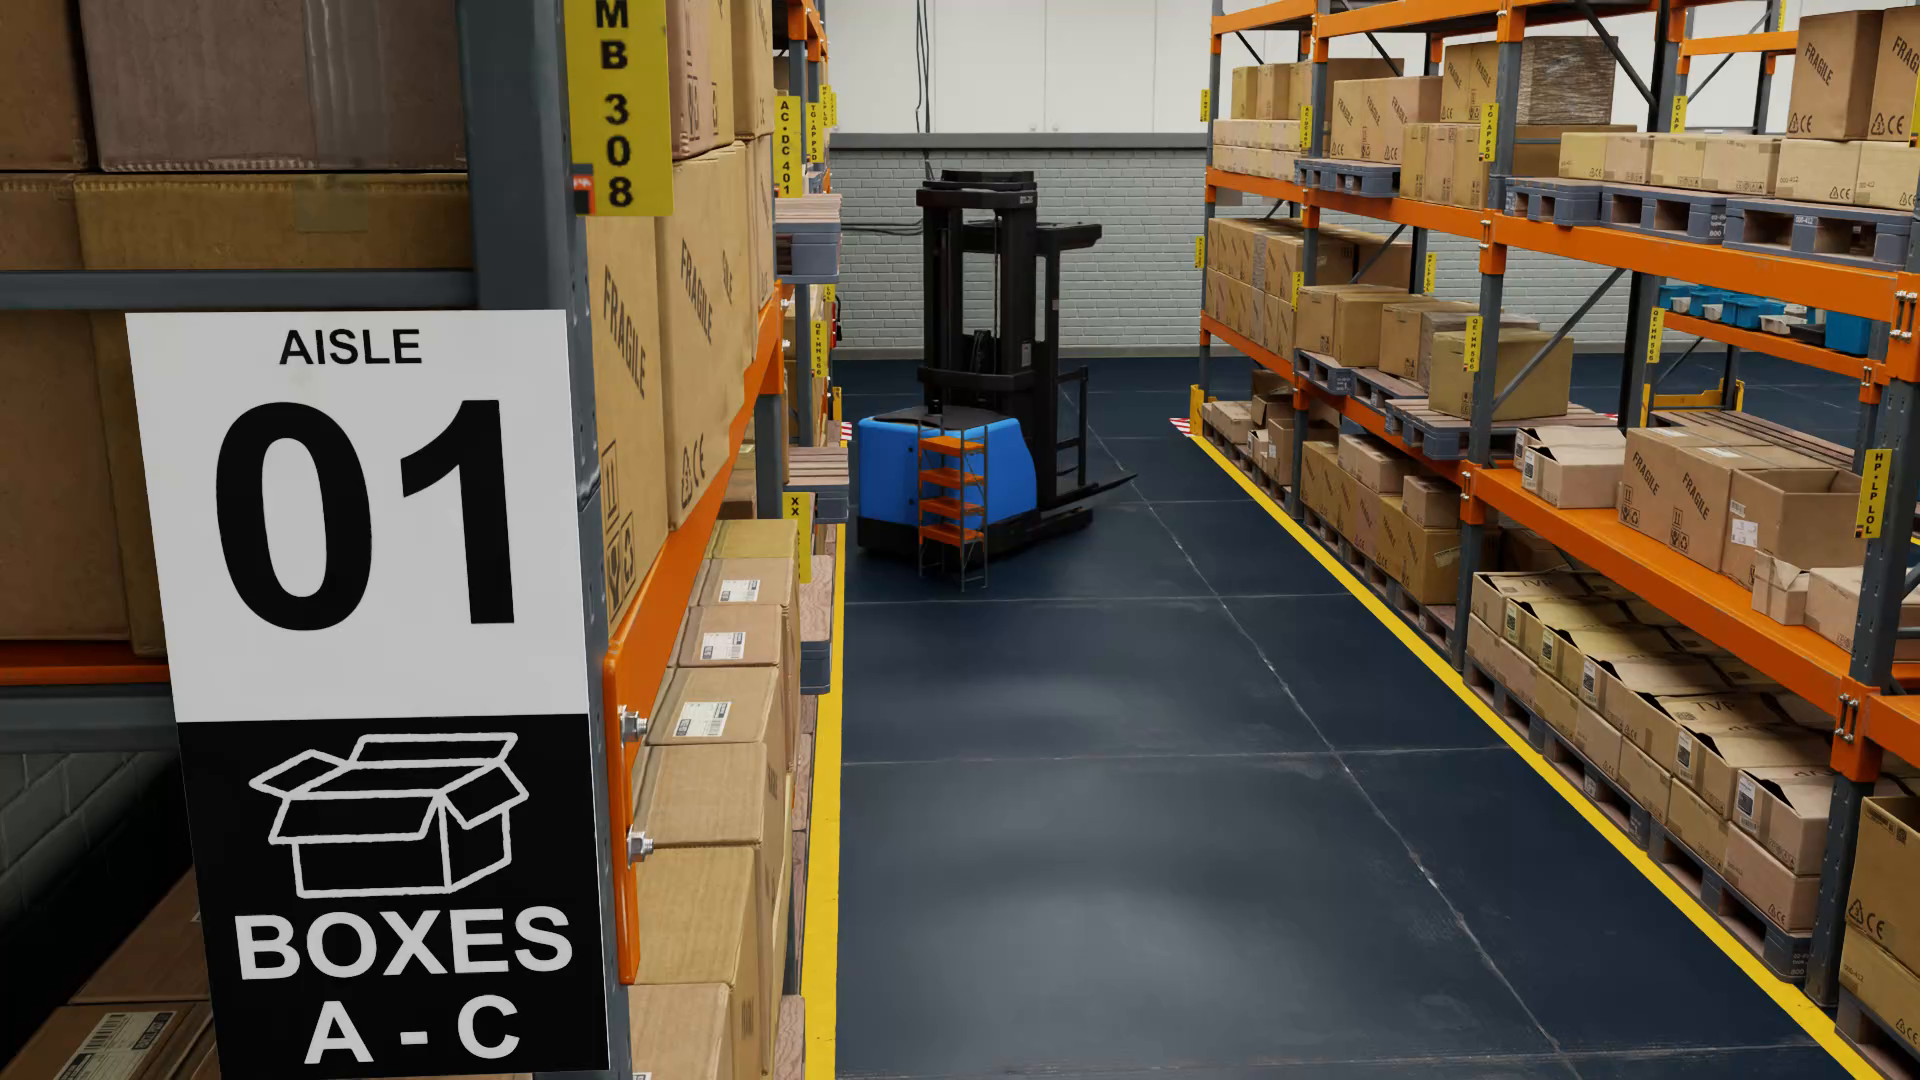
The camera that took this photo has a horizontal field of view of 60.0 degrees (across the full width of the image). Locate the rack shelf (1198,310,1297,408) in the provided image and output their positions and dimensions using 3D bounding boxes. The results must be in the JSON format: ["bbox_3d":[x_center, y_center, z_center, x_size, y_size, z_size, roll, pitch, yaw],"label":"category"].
[{"bbox_3d":[3.212,-1.793,15.918,1.077,0.370,4.000,-1,14,-3],"label":"rack shelf"}]

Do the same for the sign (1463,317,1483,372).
[{"bbox_3d":[3.043,-1.161,9.853,0.100,0.325,0.005,-1,14,-3],"label":"sign"}]

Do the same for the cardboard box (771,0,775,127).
[{"bbox_3d":[-0.811,-1.451,4.880,0.500,0.500,0.500,-2,15,-8],"label":"cardboard box"}]

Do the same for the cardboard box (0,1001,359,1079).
[{"bbox_3d":[-1.106,1.004,2.361,0.500,0.500,0.500,-1,14,-4],"label":"cardboard box"}]

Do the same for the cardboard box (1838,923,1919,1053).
[{"bbox_3d":[3.558,1.594,5.986,0.500,0.250,0.500,-1,14,-3],"label":"cardboard box"}]

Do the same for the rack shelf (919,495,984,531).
[{"bbox_3d":[-0.055,-0.201,12.171,0.258,0.148,0.480,-12,19,-38],"label":"rack shelf"}]

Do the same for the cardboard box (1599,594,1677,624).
[{"bbox_3d":[3.901,0.463,9.256,0.500,0.311,0.500,-1,14,-4],"label":"cardboard box"}]

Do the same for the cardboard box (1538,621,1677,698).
[{"bbox_3d":[3.393,0.600,8.725,0.500,0.311,0.500,-1,14,-5],"label":"cardboard box"}]

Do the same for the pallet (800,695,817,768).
[{"bbox_3d":[-1.313,0.973,9.320,1.003,0.211,1.213,-1,14,-3],"label":"pallet"}]

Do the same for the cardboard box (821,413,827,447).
[{"bbox_3d":[-1.438,-0.569,13.190,0.750,0.750,0.750,-1,14,-3],"label":"cardboard box"}]

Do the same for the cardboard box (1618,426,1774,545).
[{"bbox_3d":[3.704,-0.280,8.396,0.500,0.500,0.500,-2,15,-6],"label":"cardboard box"}]

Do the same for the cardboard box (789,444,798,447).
[{"bbox_3d":[-1.150,-0.545,10.089,0.380,0.149,0.250,-1,14,-4],"label":"cardboard box"}]

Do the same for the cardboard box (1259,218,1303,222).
[{"bbox_3d":[3.390,-3.065,17.211,0.500,0.500,0.500,-1,14,-4],"label":"cardboard box"}]

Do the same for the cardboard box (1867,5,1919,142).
[{"bbox_3d":[3.833,-1.755,6.260,0.500,0.500,0.500,-1,14,-3],"label":"cardboard box"}]

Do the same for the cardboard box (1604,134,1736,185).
[{"bbox_3d":[3.718,-1.990,8.681,0.500,0.250,0.500,0,14,-2],"label":"cardboard box"}]

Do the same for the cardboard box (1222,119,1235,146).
[{"bbox_3d":[2.884,-4.005,16.348,0.500,0.250,0.500,-1,14,-3],"label":"cardboard box"}]

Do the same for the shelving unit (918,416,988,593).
[{"bbox_3d":[-0.055,-0.267,12.154,0.258,1.200,0.503,-12,19,-38],"label":"shelving unit"}]

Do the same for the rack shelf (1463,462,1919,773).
[{"bbox_3d":[3.708,0.197,8.185,1.077,0.370,4.000,-1,14,-3],"label":"rack shelf"}]

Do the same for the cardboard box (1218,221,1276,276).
[{"bbox_3d":[2.892,-2.927,16.675,0.500,0.500,0.500,-1,14,-3],"label":"cardboard box"}]

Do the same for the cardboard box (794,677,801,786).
[{"bbox_3d":[-0.781,0.599,5.438,0.500,0.250,0.500,-1,14,-3],"label":"cardboard box"}]

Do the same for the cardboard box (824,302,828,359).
[{"bbox_3d":[-1.625,-1.847,14.082,0.980,0.700,0.700,-1,14,-3],"label":"cardboard box"}]

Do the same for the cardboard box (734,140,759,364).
[{"bbox_3d":[-0.744,-0.703,3.977,0.500,0.500,0.500,-1,15,-6],"label":"cardboard box"}]

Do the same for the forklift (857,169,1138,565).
[{"bbox_3d":[0.456,-1.541,13.633,1.130,2.935,3.031,10,18,34],"label":"forklift"}]

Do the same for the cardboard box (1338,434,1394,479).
[{"bbox_3d":[3.184,-0.637,12.610,0.500,0.250,0.500,-1,14,-3],"label":"cardboard box"}]

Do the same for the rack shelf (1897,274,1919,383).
[{"bbox_3d":[3.955,-0.261,3.945,1.077,0.370,4.000,-1,14,-3],"label":"rack shelf"}]

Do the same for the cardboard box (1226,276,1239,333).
[{"bbox_3d":[2.918,-2.319,16.321,0.500,0.500,0.500,-1,14,-4],"label":"cardboard box"}]

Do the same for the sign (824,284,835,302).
[{"bbox_3d":[-1.067,-2.100,13.502,0.100,0.325,0.005,-1,14,-3],"label":"sign"}]

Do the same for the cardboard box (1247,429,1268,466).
[{"bbox_3d":[2.971,-0.879,15.434,0.500,0.311,0.500,-1,14,-3],"label":"cardboard box"}]

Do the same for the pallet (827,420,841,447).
[{"bbox_3d":[-1.728,-1.013,17.040,1.003,0.211,1.213,-1,14,-3],"label":"pallet"}]

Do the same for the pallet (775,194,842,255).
[{"bbox_3d":[-1.112,-1.352,7.117,1.213,0.211,1.003,-1,14,-3],"label":"pallet"}]

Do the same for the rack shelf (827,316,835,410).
[{"bbox_3d":[-1.732,-1.715,15.617,1.077,0.370,4.000,-1,14,-3],"label":"rack shelf"}]

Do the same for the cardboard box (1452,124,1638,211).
[{"bbox_3d":[3.523,-2.258,10.062,0.910,0.500,0.500,-1,14,-3],"label":"cardboard box"}]

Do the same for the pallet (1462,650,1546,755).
[{"bbox_3d":[3.596,0.907,9.578,1.003,0.211,1.213,-1,14,-3],"label":"pallet"}]

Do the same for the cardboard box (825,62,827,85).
[{"bbox_3d":[-1.477,-4.124,15.268,0.500,0.500,0.500,-2,15,-6],"label":"cardboard box"}]

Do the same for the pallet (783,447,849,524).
[{"bbox_3d":[-1.210,-0.303,9.070,1.213,0.211,1.003,-1,14,-3],"label":"pallet"}]

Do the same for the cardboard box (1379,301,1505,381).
[{"bbox_3d":[3.507,-1.457,12.127,0.700,0.500,0.500,-5,15,-18],"label":"cardboard box"}]

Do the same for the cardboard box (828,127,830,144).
[{"bbox_3d":[-1.546,-4.015,16.349,0.500,0.250,0.500,0,14,-2],"label":"cardboard box"}]

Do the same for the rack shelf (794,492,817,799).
[{"bbox_3d":[-1.236,0.274,7.885,1.077,0.370,4.000,-1,14,-3],"label":"rack shelf"}]

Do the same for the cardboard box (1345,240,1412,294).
[{"bbox_3d":[3.587,-2.298,14.231,0.500,0.500,0.500,-1,14,-2],"label":"cardboard box"}]

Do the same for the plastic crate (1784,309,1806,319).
[{"bbox_3d":[8.345,-2.201,16.470,0.298,0.136,0.250,-1,14,-3],"label":"plastic crate"}]

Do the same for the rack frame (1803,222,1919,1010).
[{"bbox_3d":[3.831,0.346,6.163,1.000,3.000,0.127,-1,14,-3],"label":"rack frame"}]

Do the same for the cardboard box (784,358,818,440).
[{"bbox_3d":[-1.135,-0.899,10.161,0.500,0.500,0.500,0,14,-2],"label":"cardboard box"}]

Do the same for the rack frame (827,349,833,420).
[{"bbox_3d":[-1.856,-2.561,17.461,1.000,3.000,0.127,-1,14,-3],"label":"rack frame"}]

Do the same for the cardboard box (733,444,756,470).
[{"bbox_3d":[-1.137,-0.104,6.829,0.700,0.500,0.500,1,14,2],"label":"cardboard box"}]

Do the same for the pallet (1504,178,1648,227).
[{"bbox_3d":[3.715,-1.843,9.028,1.213,0.211,1.003,0,14,-1],"label":"pallet"}]

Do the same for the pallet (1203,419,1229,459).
[{"bbox_3d":[3.143,-1.071,17.265,1.003,0.211,1.213,-1,14,-3],"label":"pallet"}]

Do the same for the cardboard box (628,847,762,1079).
[{"bbox_3d":[-0.615,0.871,2.876,0.500,0.500,0.500,-1,14,-3],"label":"cardboard box"}]

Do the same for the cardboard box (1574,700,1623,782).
[{"bbox_3d":[3.425,0.996,8.312,0.500,0.250,0.500,-1,14,-2],"label":"cardboard box"}]

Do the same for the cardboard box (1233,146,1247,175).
[{"bbox_3d":[2.917,-3.638,15.928,0.500,0.250,0.500,-1,14,-3],"label":"cardboard box"}]

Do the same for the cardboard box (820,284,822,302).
[{"bbox_3d":[-1.302,-1.892,12.518,0.500,0.250,0.500,-1,14,-2],"label":"cardboard box"}]

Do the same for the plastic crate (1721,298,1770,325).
[{"bbox_3d":[7.800,-2.268,16.538,0.416,0.233,0.300,-1,14,-3],"label":"plastic crate"}]

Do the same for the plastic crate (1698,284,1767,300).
[{"bbox_3d":[8.239,-2.680,17.731,0.616,0.435,0.499,-1,14,-3],"label":"plastic crate"}]

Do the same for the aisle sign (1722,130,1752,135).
[{"bbox_3d":[8.320,-3.996,17.819,0.394,0.787,0.004,-1,14,-3],"label":"aisle sign"}]

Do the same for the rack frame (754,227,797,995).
[{"bbox_3d":[-1.113,0.423,5.862,1.000,3.000,0.127,-1,14,-3],"label":"rack frame"}]

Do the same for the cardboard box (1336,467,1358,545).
[{"bbox_3d":[3.190,-0.265,12.671,0.500,0.500,0.500,-1,14,-3],"label":"cardboard box"}]

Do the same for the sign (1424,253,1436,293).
[{"bbox_3d":[3.889,-2.214,13.788,0.100,0.325,0.005,-1,14,-3],"label":"sign"}]

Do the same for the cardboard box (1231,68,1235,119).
[{"bbox_3d":[3.136,-4.496,16.755,0.700,0.500,0.500,-1,14,-3],"label":"cardboard box"}]

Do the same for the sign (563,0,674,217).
[{"bbox_3d":[-0.323,-0.466,1.545,0.100,0.325,0.005,-1,14,-3],"label":"sign"}]
